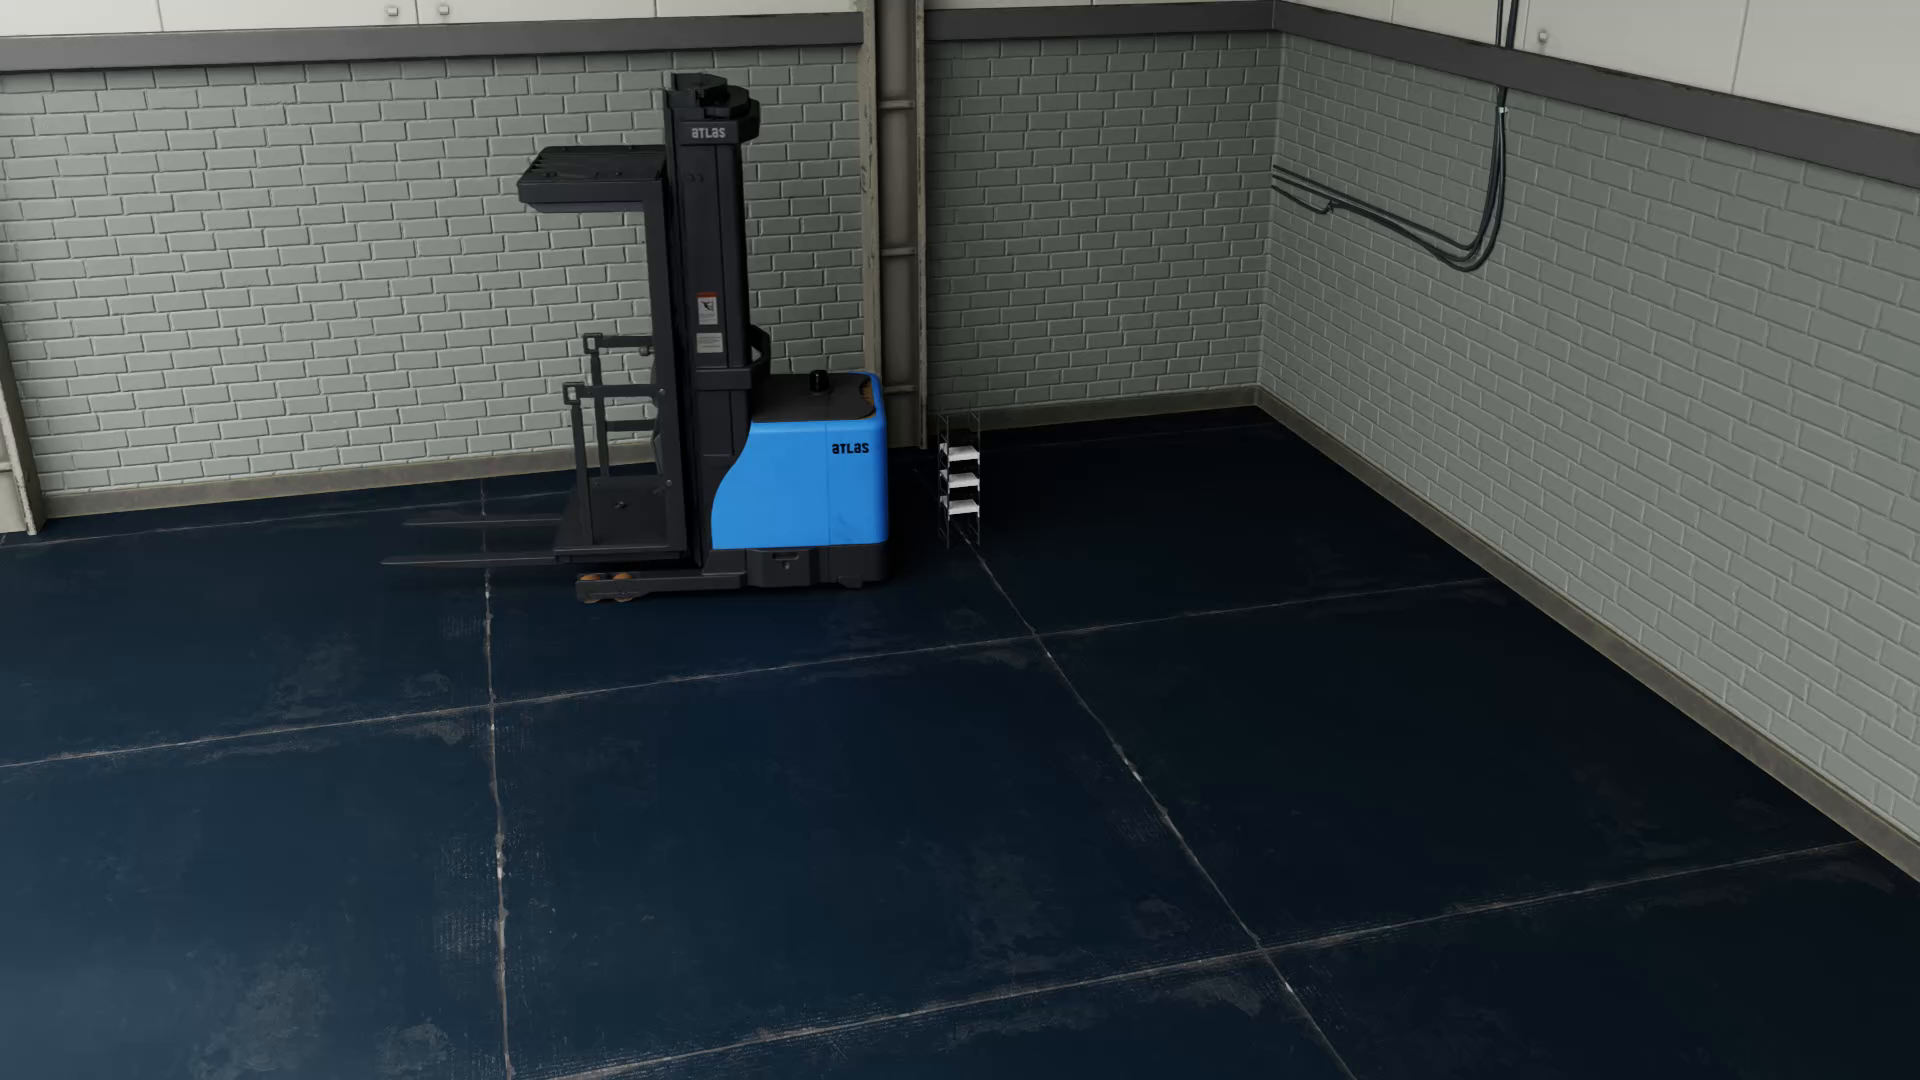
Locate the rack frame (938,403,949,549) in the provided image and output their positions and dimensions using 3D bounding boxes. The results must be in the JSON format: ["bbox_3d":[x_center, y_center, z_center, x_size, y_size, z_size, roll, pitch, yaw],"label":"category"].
[{"bbox_3d":[-0.106,-0.402,10.545,0.006,0.900,0.240,-6,24,-14],"label":"rack frame"}]

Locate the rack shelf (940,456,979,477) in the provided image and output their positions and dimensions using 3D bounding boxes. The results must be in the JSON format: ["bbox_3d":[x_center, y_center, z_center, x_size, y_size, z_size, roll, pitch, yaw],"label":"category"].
[{"bbox_3d":[-0.008,-0.465,10.548,0.200,0.077,0.258,-6,24,-14],"label":"rack shelf"}]

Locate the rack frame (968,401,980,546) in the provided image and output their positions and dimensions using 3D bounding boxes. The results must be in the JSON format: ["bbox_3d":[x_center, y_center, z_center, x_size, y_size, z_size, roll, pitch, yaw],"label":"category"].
[{"bbox_3d":[0.090,-0.424,10.596,0.006,0.900,0.240,-6,24,-14],"label":"rack frame"}]

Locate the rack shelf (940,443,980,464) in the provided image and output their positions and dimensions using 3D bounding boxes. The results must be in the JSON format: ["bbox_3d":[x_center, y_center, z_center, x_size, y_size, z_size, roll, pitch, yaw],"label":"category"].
[{"bbox_3d":[-0.008,-0.547,10.513,0.200,0.077,0.258,-6,24,-14],"label":"rack shelf"}]

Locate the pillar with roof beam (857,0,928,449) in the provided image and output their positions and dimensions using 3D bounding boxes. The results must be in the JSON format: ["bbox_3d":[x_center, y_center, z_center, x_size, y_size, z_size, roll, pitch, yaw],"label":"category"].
[{"bbox_3d":[0.695,-3.215,6.831,0.400,9.000,9.100,-6,24,-14],"label":"pillar with roof beam"}]

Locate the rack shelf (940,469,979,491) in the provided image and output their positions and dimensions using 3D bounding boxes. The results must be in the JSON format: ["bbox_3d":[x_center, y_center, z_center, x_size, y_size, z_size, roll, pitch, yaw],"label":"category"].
[{"bbox_3d":[-0.008,-0.382,10.584,0.200,0.077,0.258,-6,24,-14],"label":"rack shelf"}]

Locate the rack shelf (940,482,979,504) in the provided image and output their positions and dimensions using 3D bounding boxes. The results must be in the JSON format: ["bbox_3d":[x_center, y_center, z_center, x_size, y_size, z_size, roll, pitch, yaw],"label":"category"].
[{"bbox_3d":[-0.008,-0.299,10.619,0.200,0.077,0.258,-6,24,-14],"label":"rack shelf"}]

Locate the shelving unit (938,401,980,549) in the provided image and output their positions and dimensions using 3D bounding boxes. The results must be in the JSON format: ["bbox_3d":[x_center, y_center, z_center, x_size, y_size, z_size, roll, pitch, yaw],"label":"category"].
[{"bbox_3d":[-0.008,-0.413,10.571,0.210,0.900,0.258,-6,24,-14],"label":"shelving unit"}]

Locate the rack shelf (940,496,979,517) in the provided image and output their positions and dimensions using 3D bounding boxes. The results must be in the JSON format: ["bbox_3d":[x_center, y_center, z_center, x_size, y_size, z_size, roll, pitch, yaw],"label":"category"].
[{"bbox_3d":[-0.008,-0.217,10.655,0.200,0.077,0.258,-6,24,-14],"label":"rack shelf"}]

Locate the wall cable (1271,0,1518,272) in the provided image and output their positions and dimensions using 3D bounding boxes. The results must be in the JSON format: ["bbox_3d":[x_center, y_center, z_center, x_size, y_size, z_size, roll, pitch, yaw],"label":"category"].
[{"bbox_3d":[2.725,-3.234,10.814,0.112,2.526,3.097,-6,24,-14],"label":"wall cable"}]

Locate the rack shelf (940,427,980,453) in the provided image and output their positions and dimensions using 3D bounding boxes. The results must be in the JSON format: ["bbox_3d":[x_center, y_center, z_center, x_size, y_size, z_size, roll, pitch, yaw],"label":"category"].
[{"bbox_3d":[-0.008,-0.630,10.477,0.200,0.077,0.258,-6,24,-14],"label":"rack shelf"}]

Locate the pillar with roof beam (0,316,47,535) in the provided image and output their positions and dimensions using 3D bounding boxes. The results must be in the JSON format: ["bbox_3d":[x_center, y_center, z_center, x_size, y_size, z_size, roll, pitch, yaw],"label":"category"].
[{"bbox_3d":[-5.082,-2.576,5.342,0.400,9.000,9.100,-6,24,-14],"label":"pillar with roof beam"}]

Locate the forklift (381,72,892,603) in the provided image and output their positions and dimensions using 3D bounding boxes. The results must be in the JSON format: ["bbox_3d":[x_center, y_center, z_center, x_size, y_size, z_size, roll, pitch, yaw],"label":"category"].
[{"bbox_3d":[-1.960,-1.189,9.805,3.031,2.935,1.130,-2,23,-5],"label":"forklift"}]
